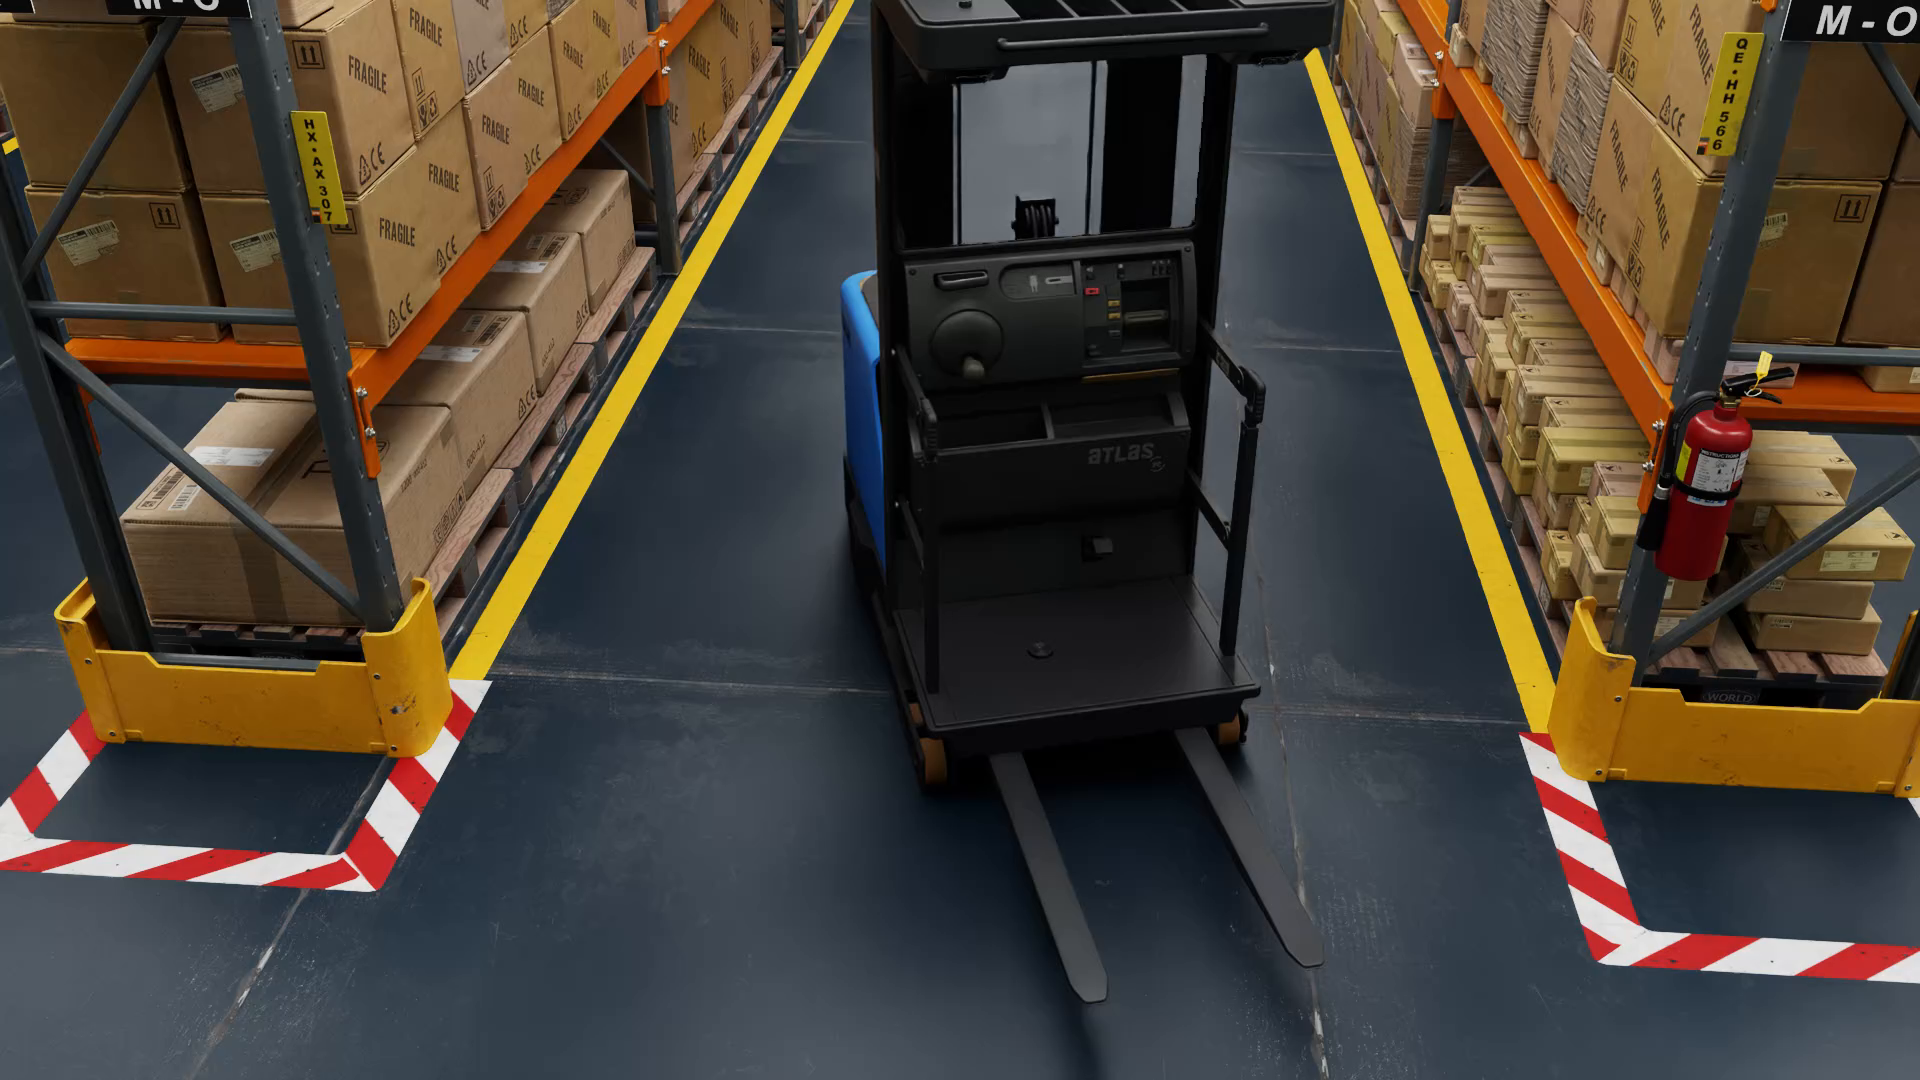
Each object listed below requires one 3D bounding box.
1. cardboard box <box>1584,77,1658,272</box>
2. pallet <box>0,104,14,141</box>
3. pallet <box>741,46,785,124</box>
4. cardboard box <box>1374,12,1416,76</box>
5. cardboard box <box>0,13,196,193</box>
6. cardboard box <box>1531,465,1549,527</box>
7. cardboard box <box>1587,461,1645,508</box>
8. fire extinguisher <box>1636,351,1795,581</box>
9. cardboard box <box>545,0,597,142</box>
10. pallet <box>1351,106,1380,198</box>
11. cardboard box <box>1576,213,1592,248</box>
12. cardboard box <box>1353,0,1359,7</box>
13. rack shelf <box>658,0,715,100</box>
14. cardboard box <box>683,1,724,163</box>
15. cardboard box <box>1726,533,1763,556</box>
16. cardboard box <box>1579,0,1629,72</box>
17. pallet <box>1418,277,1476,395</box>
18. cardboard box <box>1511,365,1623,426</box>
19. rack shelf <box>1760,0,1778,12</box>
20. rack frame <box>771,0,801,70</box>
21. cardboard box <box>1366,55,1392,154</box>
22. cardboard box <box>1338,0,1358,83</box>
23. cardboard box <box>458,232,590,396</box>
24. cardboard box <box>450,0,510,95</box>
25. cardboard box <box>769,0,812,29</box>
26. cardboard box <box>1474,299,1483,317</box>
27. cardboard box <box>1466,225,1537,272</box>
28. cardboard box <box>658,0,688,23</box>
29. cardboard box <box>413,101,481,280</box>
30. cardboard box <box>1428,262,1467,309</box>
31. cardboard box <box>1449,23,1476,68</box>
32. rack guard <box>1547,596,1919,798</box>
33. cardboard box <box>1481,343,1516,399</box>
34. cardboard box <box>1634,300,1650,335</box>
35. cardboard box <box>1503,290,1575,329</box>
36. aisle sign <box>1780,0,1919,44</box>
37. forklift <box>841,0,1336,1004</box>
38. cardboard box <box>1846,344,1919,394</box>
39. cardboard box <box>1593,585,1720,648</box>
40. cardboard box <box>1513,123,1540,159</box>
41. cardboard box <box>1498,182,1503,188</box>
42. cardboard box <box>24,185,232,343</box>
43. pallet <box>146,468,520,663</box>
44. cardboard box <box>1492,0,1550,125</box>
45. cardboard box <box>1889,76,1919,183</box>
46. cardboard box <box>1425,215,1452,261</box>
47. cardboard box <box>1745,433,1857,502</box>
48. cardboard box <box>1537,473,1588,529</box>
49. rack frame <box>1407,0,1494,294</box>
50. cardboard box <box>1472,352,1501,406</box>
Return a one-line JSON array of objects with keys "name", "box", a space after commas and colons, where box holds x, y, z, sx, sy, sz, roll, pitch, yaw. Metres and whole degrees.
[{"name": "cardboard box", "box": [2.411, -1.197, 5.454, 0.500, 0.500, 0.500, 2, 32, 3]}, {"name": "pallet", "box": [-6.855, -2.852, 11.177, 1.003, 0.211, 1.213, 2, 32, 4]}, {"name": "pallet", "box": [-1.846, -3.258, 11.836, 1.003, 0.211, 1.213, 2, 32, 4]}, {"name": "cardboard box", "box": [2.802, -2.984, 10.000, 0.500, 0.250, 0.500, 1, 32, 2]}, {"name": "cardboard box", "box": [-2.556, -1.402, 5.117, 0.500, 0.500, 0.500, 3, 32, 6]}, {"name": "cardboard box", "box": [2.453, -0.165, 6.476, 0.380, 0.149, 0.250, 3, 32, 4]}, {"name": "cardboard box", "box": [2.452, -0.148, 5.881, 0.380, 0.149, 0.250, 3, 32, 5]}, {"name": "fire extinguisher", "box": [2.103, -0.209, 4.659, 0.296, 0.674, 0.183, 2, 32, 4]}, {"name": "cardboard box", "box": [-1.878, -2.019, 7.072, 0.500, 0.500, 0.500, 2, 32, 3]}, {"name": "pallet", "box": [3.068, -2.464, 10.547, 1.003, 0.211, 1.213, 2, 32, 4]}, {"name": "cardboard box", "box": [2.440, -1.119, 5.947, 0.380, 0.149, 0.250, 1, 32, 2]}, {"name": "cardboard box", "box": [2.938, -3.780, 11.291, 0.500, 0.250, 0.500, 1, 32, 2]}, {"name": "rack shelf", "box": [-1.870, -3.502, 10.260, 1.077, 0.370, 4.000, 2, 32, 4]}, {"name": "cardboard box", "box": [-1.996, -2.837, 10.120, 0.875, 0.875, 0.875, 3, 32, 5]}, {"name": "cardboard box", "box": [2.961, -0.008, 5.938, 0.380, 0.149, 0.250, 2, 32, 4]}, {"name": "cardboard box", "box": [2.448, -1.895, 5.634, 0.500, 0.500, 0.500, 4, 32, 6]}, {"name": "pallet", "box": [2.890, -1.065, 8.276, 1.003, 0.211, 1.213, 2, 32, 4]}, {"name": "cardboard box", "box": [2.397, -0.564, 6.556, 0.380, 0.149, 0.250, 4, 32, 6]}, {"name": "rack shelf", "box": [2.746, -2.529, 5.822, 1.077, 0.370, 4.000, 2, 32, 4]}, {"name": "rack frame", "box": [-1.707, -4.855, 11.768, 1.000, 3.000, 0.127, 2, 32, 4]}, {"name": "cardboard box", "box": [2.807, -2.653, 10.178, 0.500, 0.500, 0.500, 2, 32, 3]}, {"name": "cardboard box", "box": [2.923, -3.452, 11.474, 0.500, 0.500, 0.500, 1, 32, 2]}, {"name": "cardboard box", "box": [-2.263, -1.059, 7.651, 0.875, 0.438, 0.875, 2, 32, 3]}, {"name": "cardboard box", "box": [-1.966, -1.918, 5.955, 0.500, 0.500, 0.500, 2, 32, 4]}, {"name": "cardboard box", "box": [-1.651, -4.210, 12.826, 0.950, 0.372, 0.625, 0, 32, 1]}, {"name": "cardboard box", "box": [2.621, -1.114, 7.732, 0.380, 0.149, 0.250, 1, 32, 1]}, {"name": "cardboard box", "box": [2.622, -1.376, 7.873, 0.380, 0.149, 0.250, 2, 32, 3]}, {"name": "cardboard box", "box": [-1.734, -2.918, 8.769, 0.500, 0.250, 0.500, 2, 32, 3]}, {"name": "cardboard box", "box": [-2.020, -1.218, 5.773, 0.500, 0.500, 0.500, 2, 32, 3]}, {"name": "cardboard box", "box": [2.538, -1.254, 8.242, 0.380, 0.149, 0.250, 3, 32, 5]}, {"name": "cardboard box", "box": [2.560, -2.363, 7.965, 0.380, 0.149, 0.250, 4, 32, 6]}, {"name": "rack guard", "box": [2.590, 0.512, 5.443, 1.175, 0.500, 0.348, 2, 32, 4]}, {"name": "cardboard box", "box": [2.446, -0.714, 7.083, 0.380, 0.149, 0.250, 3, 32, 4]}, {"name": "cardboard box", "box": [2.386, -0.717, 5.293, 0.380, 0.149, 0.250, 2, 32, 4]}, {"name": "cardboard box", "box": [2.581, -0.963, 7.203, 0.380, 0.149, 0.250, 1, 32, 2]}, {"name": "aisle sign", "box": [2.279, -1.594, 4.000, 0.394, 0.787, 0.004, 2, 32, 4]}, {"name": "forklift", "box": [0.338, -0.658, 5.023, 1.130, 2.935, 3.031, -6, 32, -10]}, {"name": "cardboard box", "box": [2.937, -0.561, 5.041, 0.380, 0.149, 0.250, 2, 32, 4]}, {"name": "cardboard box", "box": [2.419, 0.238, 5.822, 0.380, 0.149, 0.250, 3, 32, 5]}, {"name": "cardboard box", "box": [2.501, -1.673, 6.844, 0.380, 0.149, 0.250, 4, 32, 6]}, {"name": "cardboard box", "box": [3.234, -2.094, 9.271, 0.500, 0.500, 0.500, 4, 32, 6]}, {"name": "cardboard box", "box": [-2.583, -0.977, 5.382, 0.500, 0.500, 0.500, 3, 32, 4]}, {"name": "pallet", "box": [-2.371, 0.094, 6.396, 1.003, 0.211, 1.213, 2, 32, 4]}, {"name": "cardboard box", "box": [2.508, -2.004, 6.765, 0.500, 0.500, 0.500, 2, 32, 3]}, {"name": "cardboard box", "box": [2.885, -1.331, 4.719, 0.500, 0.500, 0.500, 2, 32, 4]}, {"name": "cardboard box", "box": [2.561, -1.520, 8.391, 0.380, 0.149, 0.250, 4, 32, 6]}, {"name": "cardboard box", "box": [3.016, -0.266, 6.073, 0.380, 0.149, 0.250, 2, 32, 4]}, {"name": "cardboard box", "box": [2.383, -0.164, 6.191, 0.380, 0.149, 0.250, 1, 32, 2]}, {"name": "rack frame", "box": [2.909, -2.604, 8.117, 1.000, 3.000, 0.127, 2, 32, 4]}, {"name": "cardboard box", "box": [2.494, -0.713, 7.364, 0.380, 0.149, 0.250, 2, 32, 3]}]
